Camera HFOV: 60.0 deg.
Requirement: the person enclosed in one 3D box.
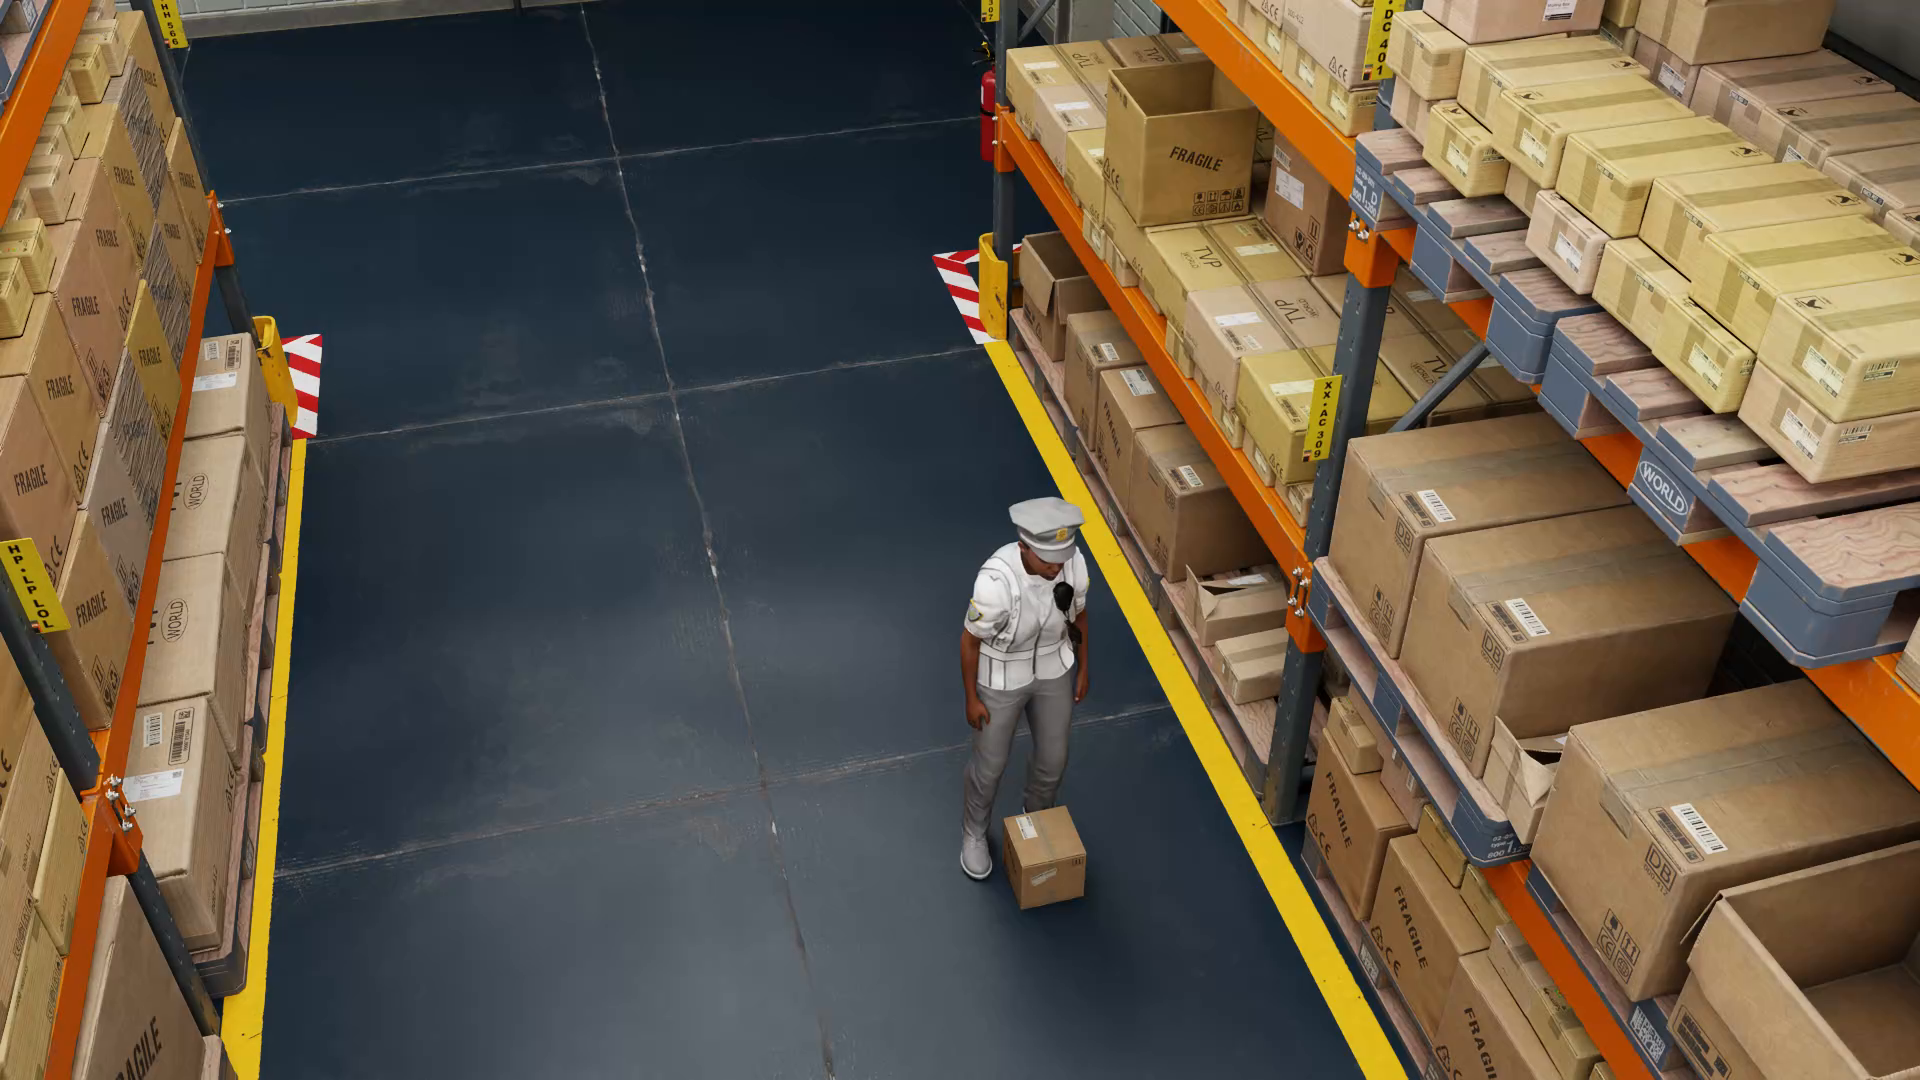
[{"bbox_3d":[0.228,0.517,6.059,0.533,1.661,0.396,-13,40,-16],"label":"person"}]
